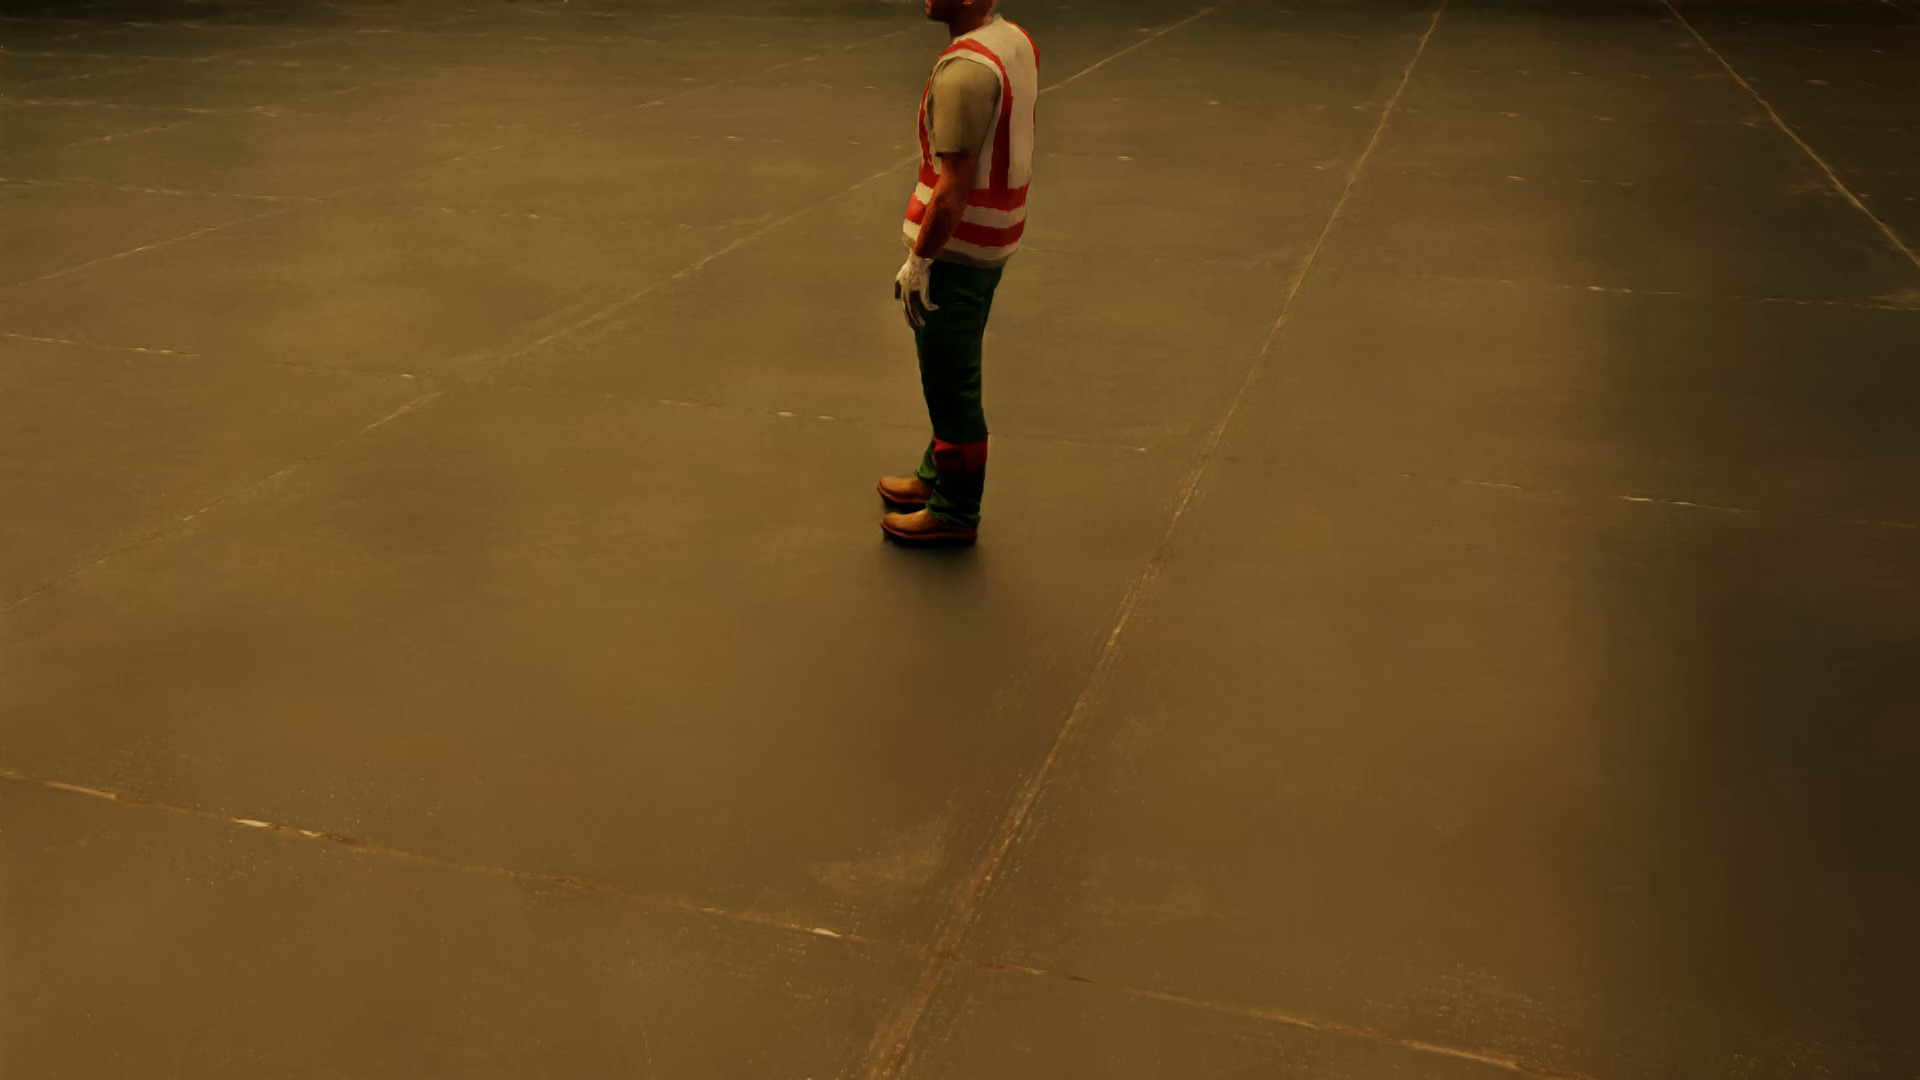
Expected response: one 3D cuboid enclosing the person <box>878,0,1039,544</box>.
[{"bbox_3d":[-0.073,-0.846,4.809,0.563,1.787,0.637,7,23,16],"label":"person"}]
